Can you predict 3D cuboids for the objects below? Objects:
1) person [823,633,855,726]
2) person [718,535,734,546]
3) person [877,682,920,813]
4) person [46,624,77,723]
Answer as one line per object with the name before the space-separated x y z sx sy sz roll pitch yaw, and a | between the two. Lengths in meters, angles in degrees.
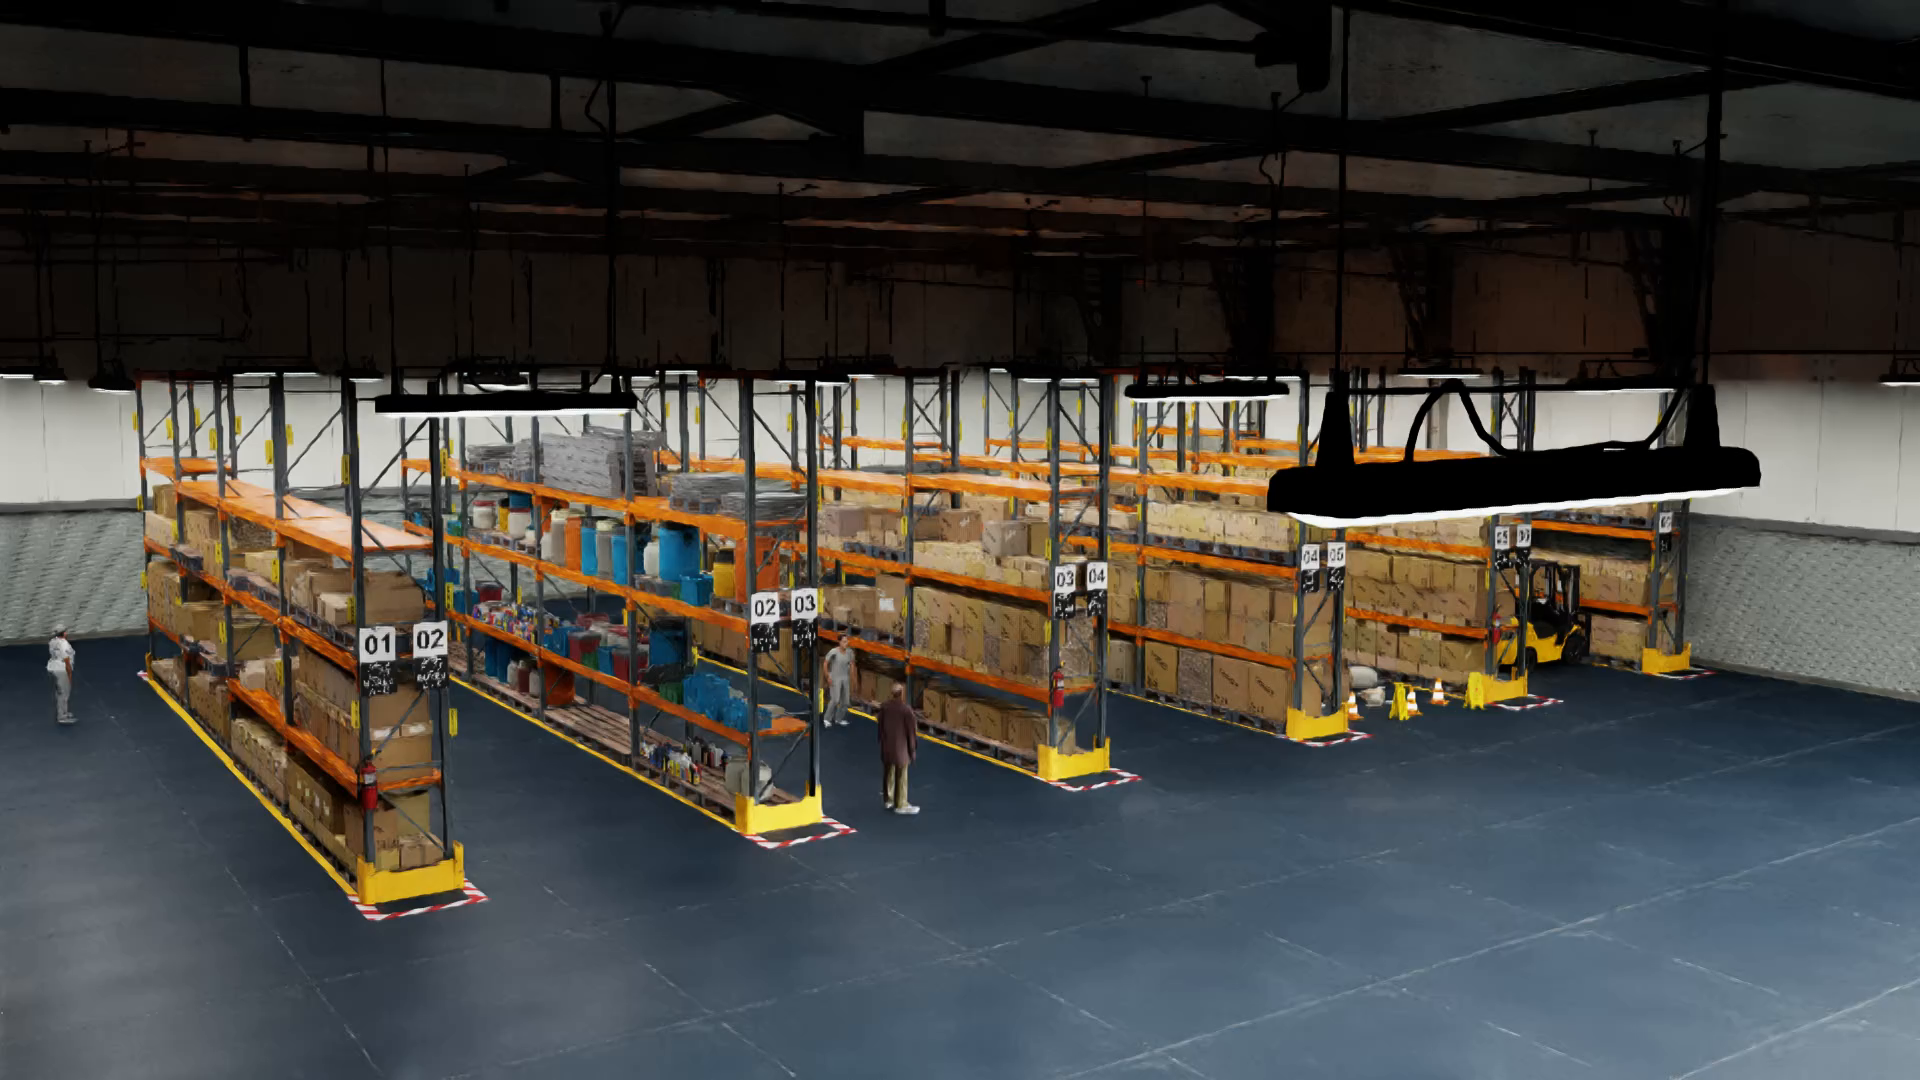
person | -2.049 2.358 28.188 0.580 1.618 0.506 -4 8 -35
person | -5.976 0.611 42.843 0.690 1.762 0.459 3 7 23
person | -0.845 2.839 22.963 0.654 1.790 0.518 4 7 30
person | -15.388 2.274 28.542 0.572 1.667 0.460 4 8 33
